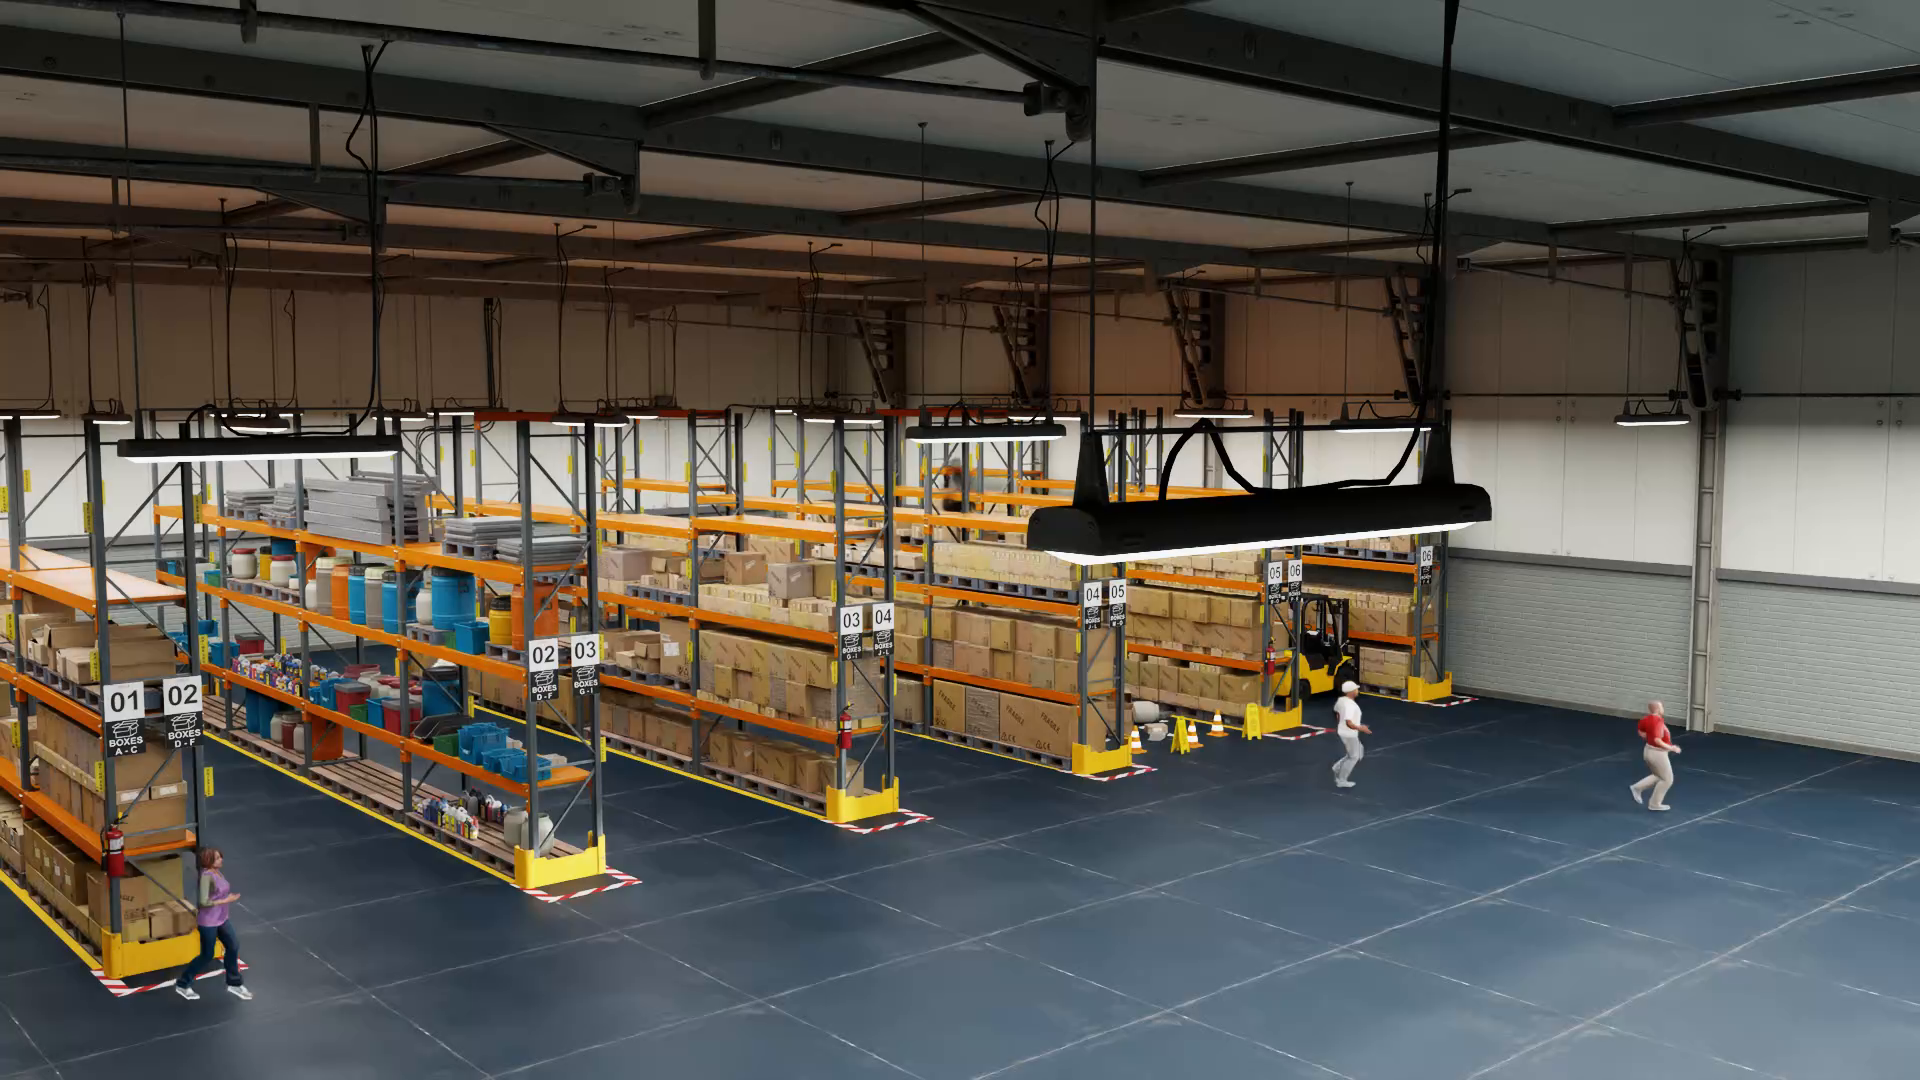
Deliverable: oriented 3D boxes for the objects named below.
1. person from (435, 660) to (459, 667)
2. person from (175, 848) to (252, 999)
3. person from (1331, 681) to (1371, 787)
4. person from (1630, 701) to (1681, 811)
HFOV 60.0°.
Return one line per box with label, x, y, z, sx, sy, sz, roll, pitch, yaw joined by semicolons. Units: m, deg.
person;-9.315;2.767;30.326;0.981;1.759;0.667;4;6;39
person;-7.785;4.009;17.275;0.727;1.644;0.540;0;5;-5
person;6.287;3.117;26.732;0.569;1.721;0.674;0;5;2
person;10.569;3.273;25.275;0.626;1.674;0.660;0;5;0
